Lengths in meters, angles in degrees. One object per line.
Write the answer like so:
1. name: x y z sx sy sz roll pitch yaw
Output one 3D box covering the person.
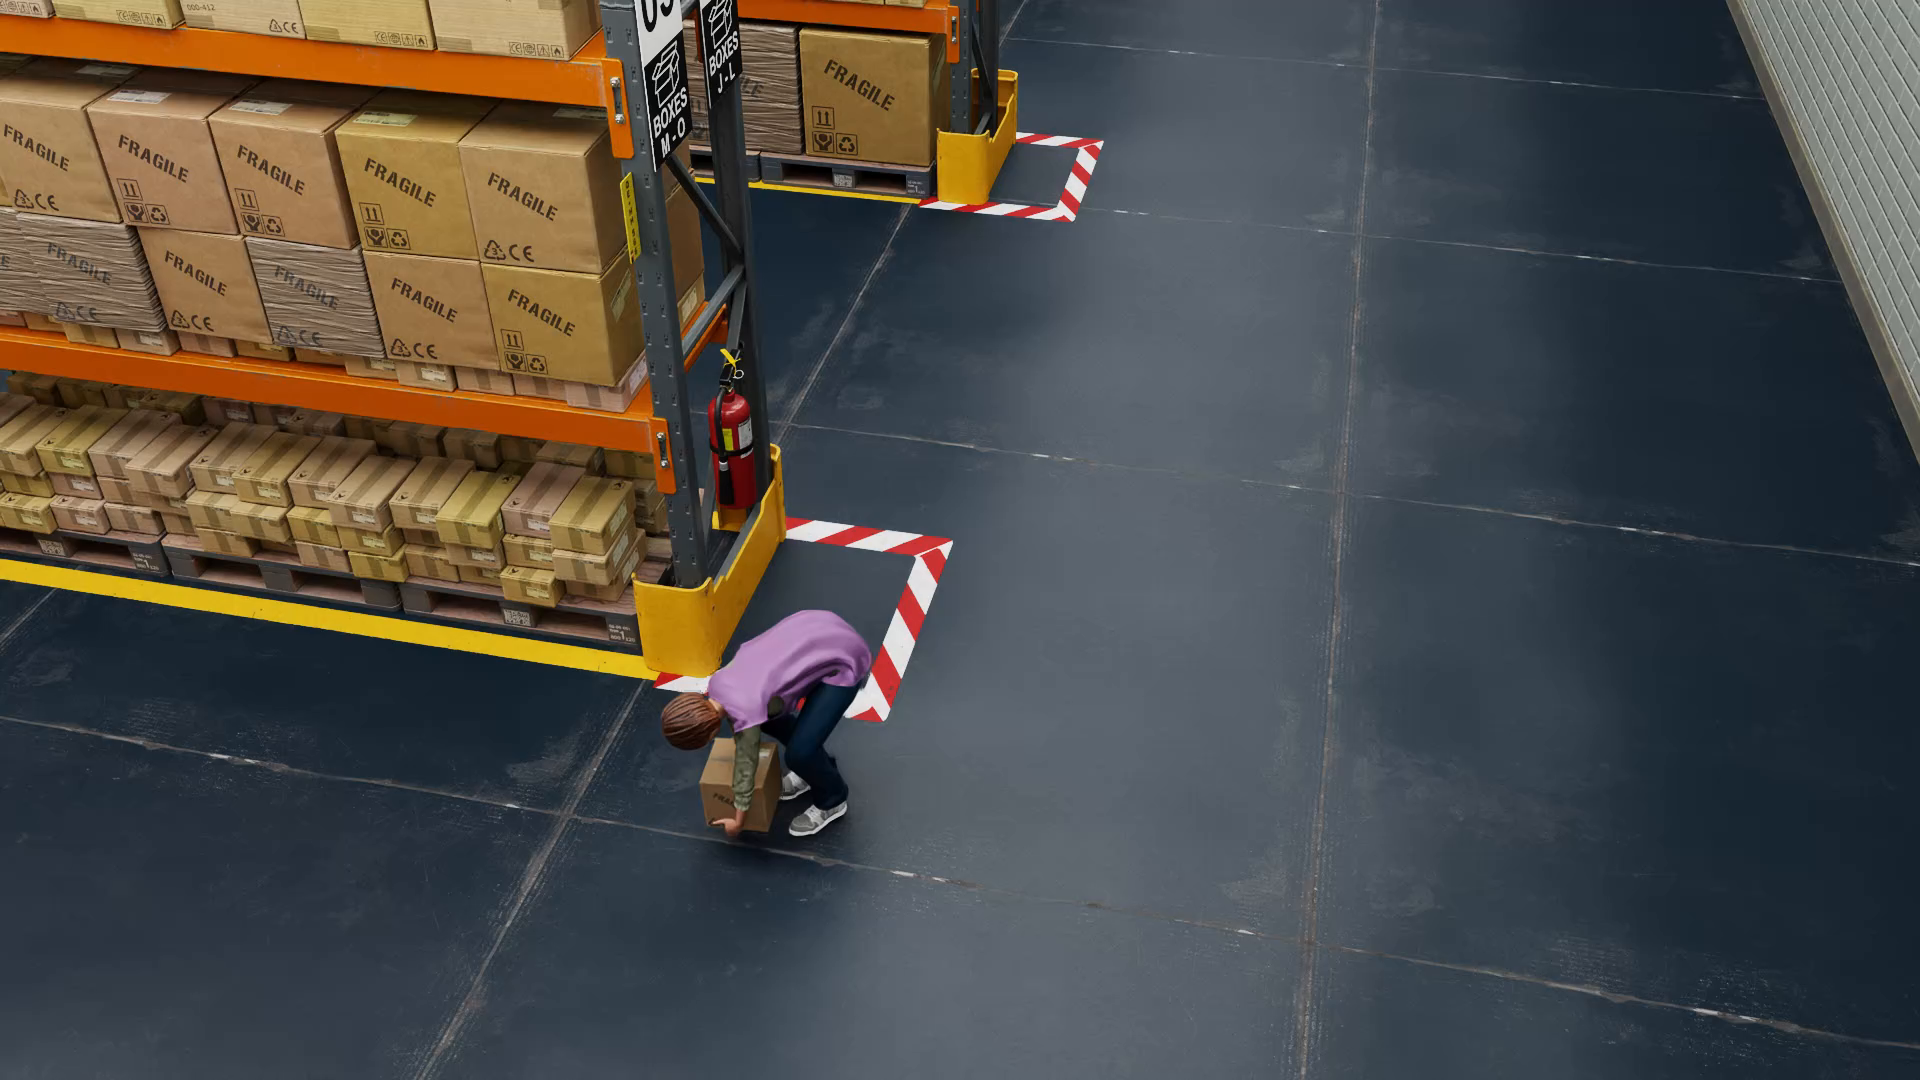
1. person: -0.742 0.764 6.497 0.864 0.950 0.405 -22 42 -26
